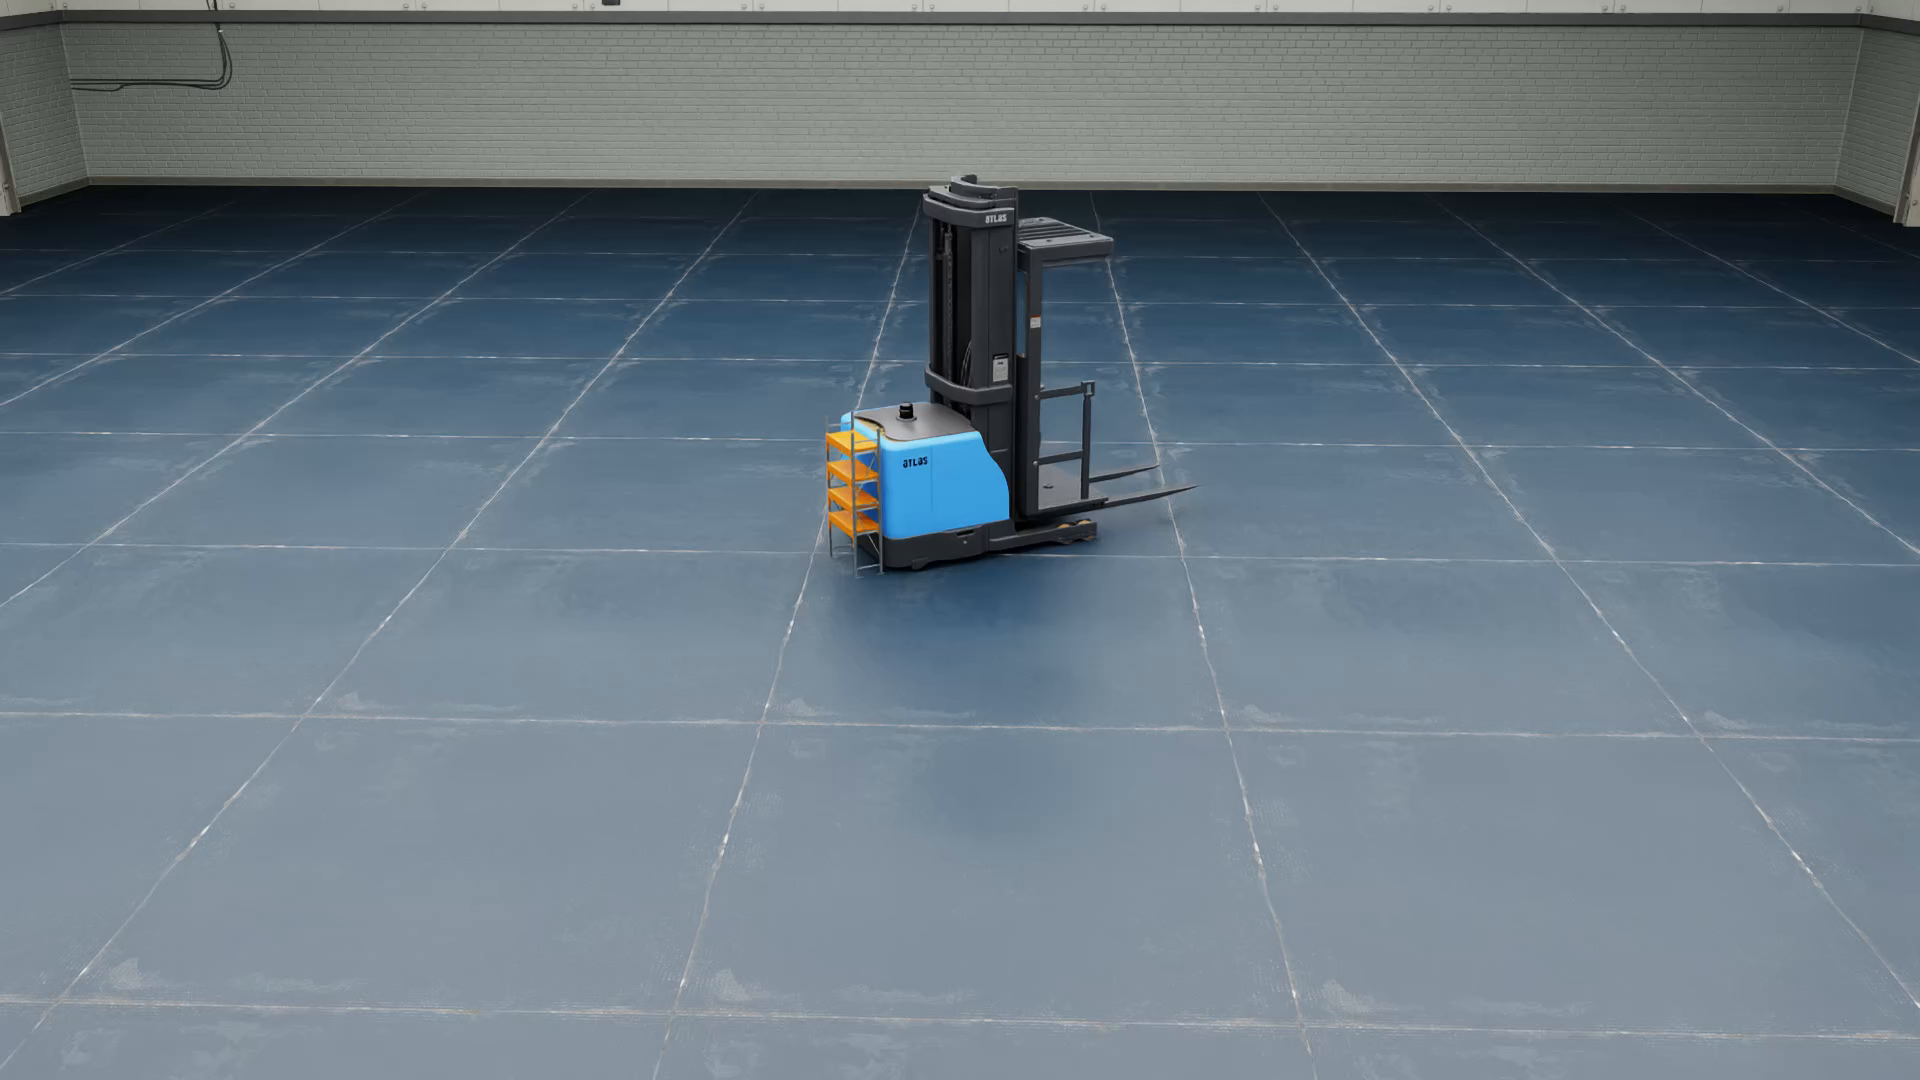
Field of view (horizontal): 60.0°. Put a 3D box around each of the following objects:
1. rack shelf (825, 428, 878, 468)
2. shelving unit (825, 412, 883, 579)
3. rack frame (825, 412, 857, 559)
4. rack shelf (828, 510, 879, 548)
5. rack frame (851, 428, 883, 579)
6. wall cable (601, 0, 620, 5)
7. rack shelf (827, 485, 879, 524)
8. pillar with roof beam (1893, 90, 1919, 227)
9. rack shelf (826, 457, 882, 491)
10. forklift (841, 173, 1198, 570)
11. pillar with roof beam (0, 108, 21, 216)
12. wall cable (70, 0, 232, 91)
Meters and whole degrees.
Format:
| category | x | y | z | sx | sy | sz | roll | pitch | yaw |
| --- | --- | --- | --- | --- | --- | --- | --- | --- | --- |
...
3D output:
| category | x | y | z | sx | sy | sz | roll | pitch | yaw |
| --- | --- | --- | --- | --- | --- | --- | --- | --- | --- |
| rack shelf | -0.832 | -0.717 | 12.926 | 0.258 | 0.148 | 0.480 | -11 | 24 | -26 |
| shelving unit | -0.832 | -0.351 | 13.068 | 0.258 | 1.200 | 0.503 | -11 | 24 | -26 |
| rack frame | -0.946 | -0.429 | 13.269 | 0.240 | 1.200 | 0.015 | -11 | 24 | -26 |
| rack shelf | -0.832 | -0.103 | 13.164 | 0.258 | 0.148 | 0.480 | -11 | 24 | -26 |
| rack frame | -0.719 | -0.273 | 12.867 | 0.240 | 1.200 | 0.015 | -11 | 24 | -26 |
| wall cable | -5.145 | -12.210 | 28.150 | 2.305 | 6.003 | 0.169 | 1 | 21 | 2 |
| rack shelf | -0.832 | -0.288 | 13.092 | 0.258 | 0.148 | 0.480 | -11 | 24 | -26 |
| pillar with roof beam | 11.138 | -9.385 | 25.570 | 9.100 | 9.000 | 0.400 | 1 | 21 | 2 |
| rack shelf | -0.832 | -0.497 | 13.011 | 0.258 | 0.148 | 0.480 | -11 | 24 | -26 |
| forklift | 0.566 | -1.487 | 13.602 | 3.031 | 2.935 | 1.130 | -11 | 24 | -25 |
| pillar with roof beam | -11.741 | -9.637 | 26.219 | 9.100 | 9.000 | 0.400 | 1 | 21 | 2 |
| wall cable | -14.633 | -9.287 | 29.611 | 3.097 | 2.526 | 0.112 | 1 | 21 | 2 |
